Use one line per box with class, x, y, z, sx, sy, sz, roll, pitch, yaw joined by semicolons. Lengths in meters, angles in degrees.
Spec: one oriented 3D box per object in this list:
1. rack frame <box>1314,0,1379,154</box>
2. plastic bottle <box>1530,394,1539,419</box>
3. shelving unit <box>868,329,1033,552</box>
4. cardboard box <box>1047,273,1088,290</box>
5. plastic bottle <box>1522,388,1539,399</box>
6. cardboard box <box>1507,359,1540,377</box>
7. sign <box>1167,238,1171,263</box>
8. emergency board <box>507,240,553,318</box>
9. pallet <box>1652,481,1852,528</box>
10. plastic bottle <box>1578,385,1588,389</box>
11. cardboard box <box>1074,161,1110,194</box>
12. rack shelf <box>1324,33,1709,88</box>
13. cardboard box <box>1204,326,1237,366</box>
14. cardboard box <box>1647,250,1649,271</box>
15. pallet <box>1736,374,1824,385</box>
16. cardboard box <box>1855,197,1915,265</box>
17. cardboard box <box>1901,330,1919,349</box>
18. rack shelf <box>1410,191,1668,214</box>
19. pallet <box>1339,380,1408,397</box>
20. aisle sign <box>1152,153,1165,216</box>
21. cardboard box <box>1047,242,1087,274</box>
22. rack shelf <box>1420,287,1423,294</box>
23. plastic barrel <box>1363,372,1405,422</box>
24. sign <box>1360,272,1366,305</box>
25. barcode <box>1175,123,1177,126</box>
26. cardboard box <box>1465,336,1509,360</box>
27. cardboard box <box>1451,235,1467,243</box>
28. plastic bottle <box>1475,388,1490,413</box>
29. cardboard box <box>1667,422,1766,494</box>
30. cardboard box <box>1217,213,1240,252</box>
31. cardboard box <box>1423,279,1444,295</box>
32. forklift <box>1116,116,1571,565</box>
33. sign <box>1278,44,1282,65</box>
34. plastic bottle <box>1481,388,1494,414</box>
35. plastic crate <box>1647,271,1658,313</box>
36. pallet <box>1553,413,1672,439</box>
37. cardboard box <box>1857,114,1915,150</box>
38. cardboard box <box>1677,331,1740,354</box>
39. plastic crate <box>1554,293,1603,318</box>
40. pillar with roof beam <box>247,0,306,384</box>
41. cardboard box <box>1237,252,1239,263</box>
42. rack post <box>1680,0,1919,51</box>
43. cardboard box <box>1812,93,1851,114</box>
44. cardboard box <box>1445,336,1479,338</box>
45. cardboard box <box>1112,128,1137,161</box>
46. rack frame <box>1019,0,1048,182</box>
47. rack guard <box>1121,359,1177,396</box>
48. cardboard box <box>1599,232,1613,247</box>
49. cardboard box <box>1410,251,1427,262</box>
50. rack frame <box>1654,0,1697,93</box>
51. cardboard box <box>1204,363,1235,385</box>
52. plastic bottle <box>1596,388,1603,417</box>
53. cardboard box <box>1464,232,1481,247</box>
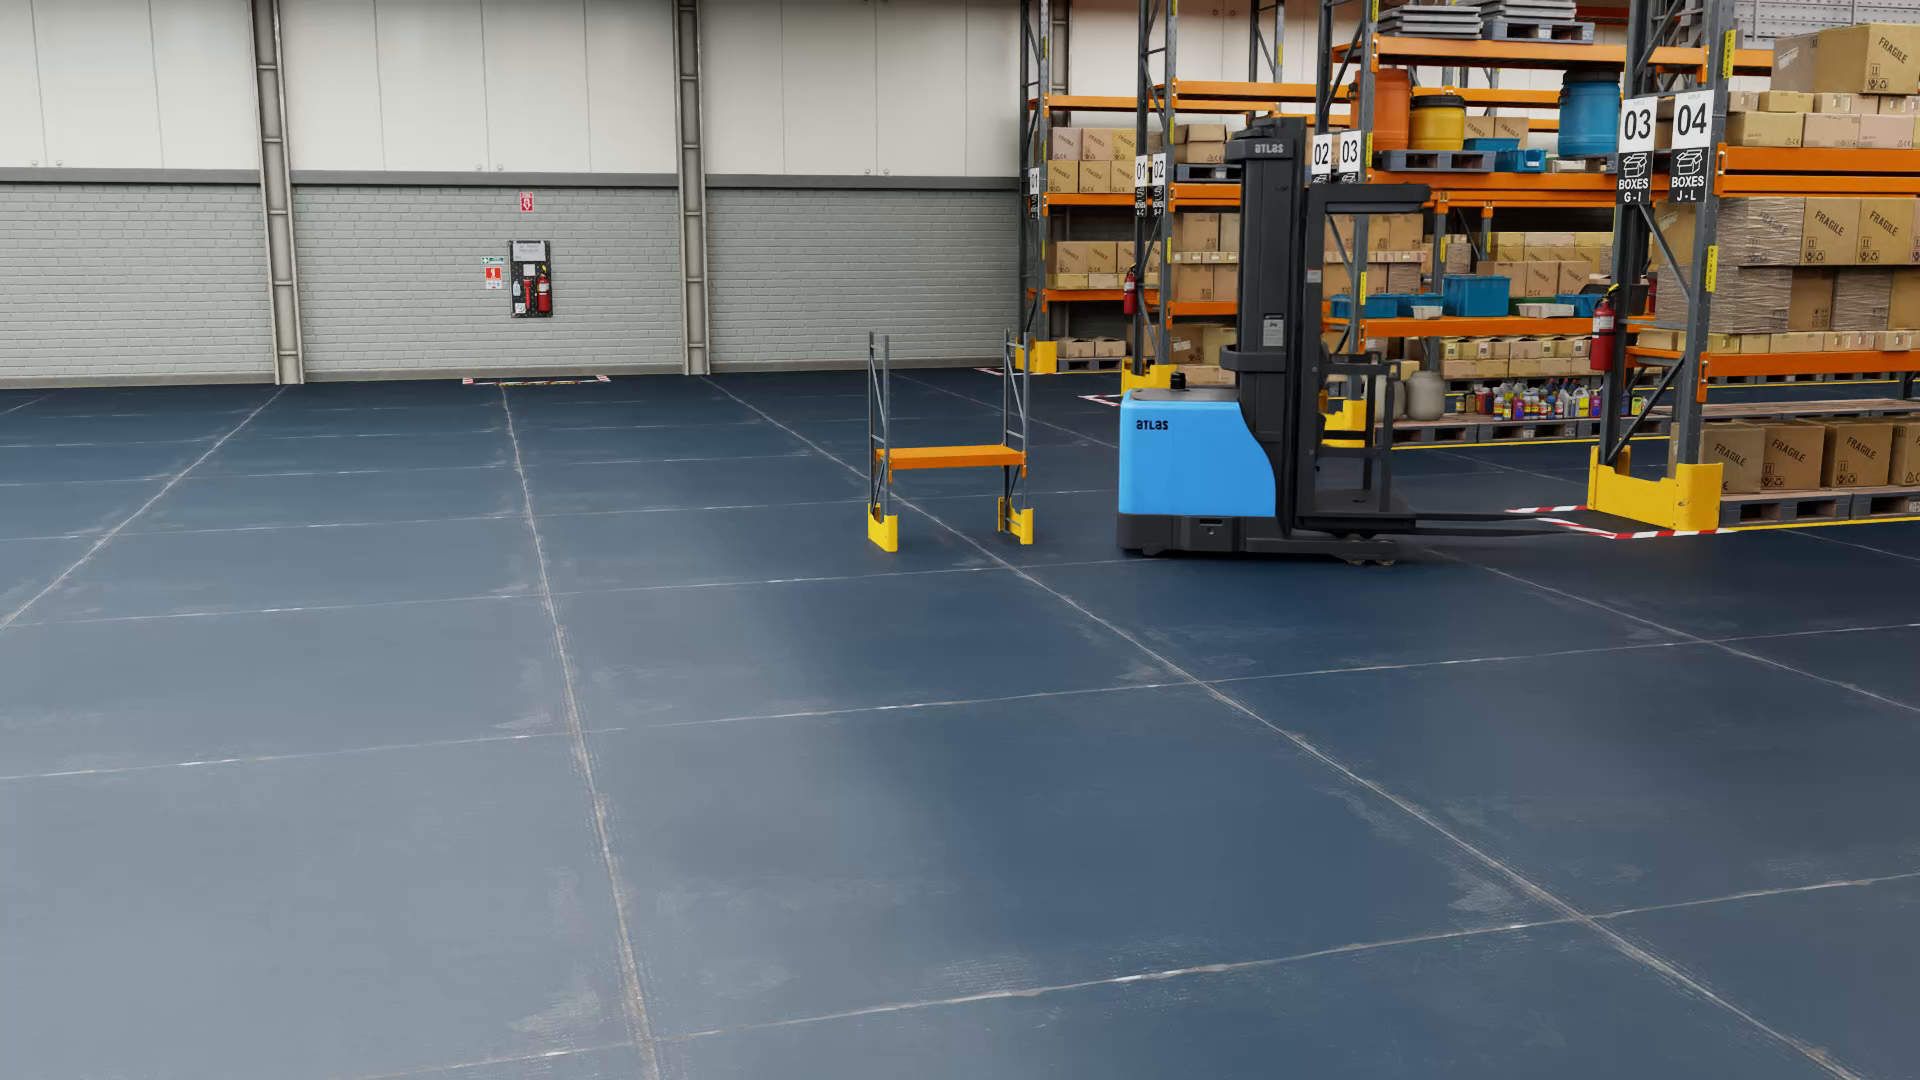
rack frame;3.925;-5.453;16.812;0.127;3.000;1.000;-3;11;-16
plastic bottle;6.178;-1.437;17.888;0.097;0.271;0.097;0;10;0
shelving unit;-0.073;-0.734;11.890;1.083;1.500;0.587;-3;11;-16
cardboard box;1.713;-4.130;26.557;0.500;0.250;0.500;-3;11;-18
plastic bottle;6.351;-1.558;18.530;0.135;0.276;0.152;-3;11;-16
cardboard box;7.829;-2.450;23.505;0.500;0.250;0.500;-3;11;-18
sign;2.694;-3.732;21.423;0.005;0.325;0.100;-3;11;-16
emergency board;-6.558;-3.989;25.427;0.643;1.169;0.194;-3;11;-16
pallet;6.172;-0.309;13.142;1.213;0.211;1.003;-3;11;-16
plastic bottle;7.034;-1.621;18.873;0.135;0.276;0.152;-3;11;-14
cardboard box;2.073;-5.753;26.398;0.500;0.500;0.500;-2;11;-12
rack shelf;5.845;-5.004;17.463;4.000;0.370;1.077;-3;11;-16
cardboard box;3.601;-2.601;22.253;0.500;0.500;0.500;-3;11;-16
cardboard box;11.818;-4.943;29.457;0.500;0.500;0.500;-3;11;-15
pallet;12.122;-2.490;24.987;1.213;0.211;1.003;-3;11;-16
cardboard box;6.875;-2.359;12.715;0.500;0.500;0.500;-3;11;-16
cardboard box;7.320;-1.586;13.069;0.250;0.149;0.380;-3;11;-16
rack shelf;8.305;-4.789;23.477;4.000;0.370;1.077;-3;11;-16
pallet;5.610;-2.162;23.207;1.213;0.211;1.003;-3;11;-16
aisle sign;2.567;-4.586;21.491;0.004;0.787;0.394;-3;11;-16
cardboard box;1.698;-4.502;26.502;0.500;0.500;0.500;-3;11;-16
rack shelf;6.917;-4.175;28.425;4.000;0.370;1.077;-3;11;-16
plastic barrel;4.536;-1.532;17.796;0.421;0.512;0.421;0;10;0
sign;4.075;-2.543;16.810;0.005;0.325;0.100;-3;11;-16
barcode;3.542;-6.841;27.390;0.075;0.075;0.001;-3;11;-16
cardboard box;7.333;-2.698;23.305;0.500;0.311;0.500;-3;11;-17
cardboard box;8.514;-5.191;28.679;0.250;0.149;0.380;-5;11;-23
plastic bottle;5.816;-1.557;18.524;0.135;0.276;0.152;-3;11;-16
cardboard box;5.914;-0.647;13.023;0.500;0.500;0.500;-1;10;-5
cardboard box;3.550;-4.103;22.188;0.500;0.500;0.700;-3;11;-17
cardboard box;6.845;-3.525;23.324;0.500;0.250;0.500;-2;11;-12
forklift;2.629;-1.374;11.413;3.031;2.935;1.130;1;11;7
sign;5.131;-7.781;26.658;0.005;0.325;0.100;-3;11;-16
plastic bottle;5.846;-1.542;18.423;0.133;0.283;0.061;-3;11;-16
plastic crate;8.145;-2.814;18.871;0.583;0.464;0.402;-3;11;-16
pallet;7.109;-1.307;18.562;1.213;0.211;1.003;-3;11;-16
cardboard box;6.815;-3.074;12.589;0.500;0.250;0.500;-3;11;-16
cardboard box;5.650;-1.491;12.554;0.250;0.149;0.380;-3;11;-16
plastic crate;6.779;-2.529;17.908;0.616;0.251;0.499;-3;11;-16
pillar with roof beam;-8.732;-6.005;19.813;0.400;9.000;9.100;-3;11;-16
cardboard box;3.717;-3.753;22.080;0.250;0.149;0.380;-3;11;-17
rack post;9.632;-5.868;18.516;3.121;1.000;1.013;-3;11;-16
cardboard box;6.404;-3.245;12.415;0.250;0.149;0.380;-3;11;-14
cardboard box;7.191;-2.794;23.825;0.500;0.311;0.500;-3;11;-14
cardboard box;2.578;-6.272;26.456;0.500;0.500;0.500;-3;11;-14
rack frame;1.156;-7.175;26.167;0.127;3.000;1.000;-3;11;-16
rack guard;2.521;-2.133;22.254;0.348;0.500;1.175;-3;11;-16
cardboard box;11.317;-5.288;29.262;0.500;0.250;0.500;-3;11;-15
cardboard box;6.184;-3.883;22.789;0.250;0.149;0.380;-3;11;-16
rack frame;10.225;-6.719;23.690;0.127;3.000;1.000;-3;11;-16
cardboard box;3.600;-2.232;22.323;0.500;0.250;0.500;-3;11;-16
plastic bottle;7.044;-1.526;18.153;0.185;0.351;0.144;-4;11;-19
cardboard box;9.200;-5.272;29.173;0.500;0.250;0.500;-3;11;-14
